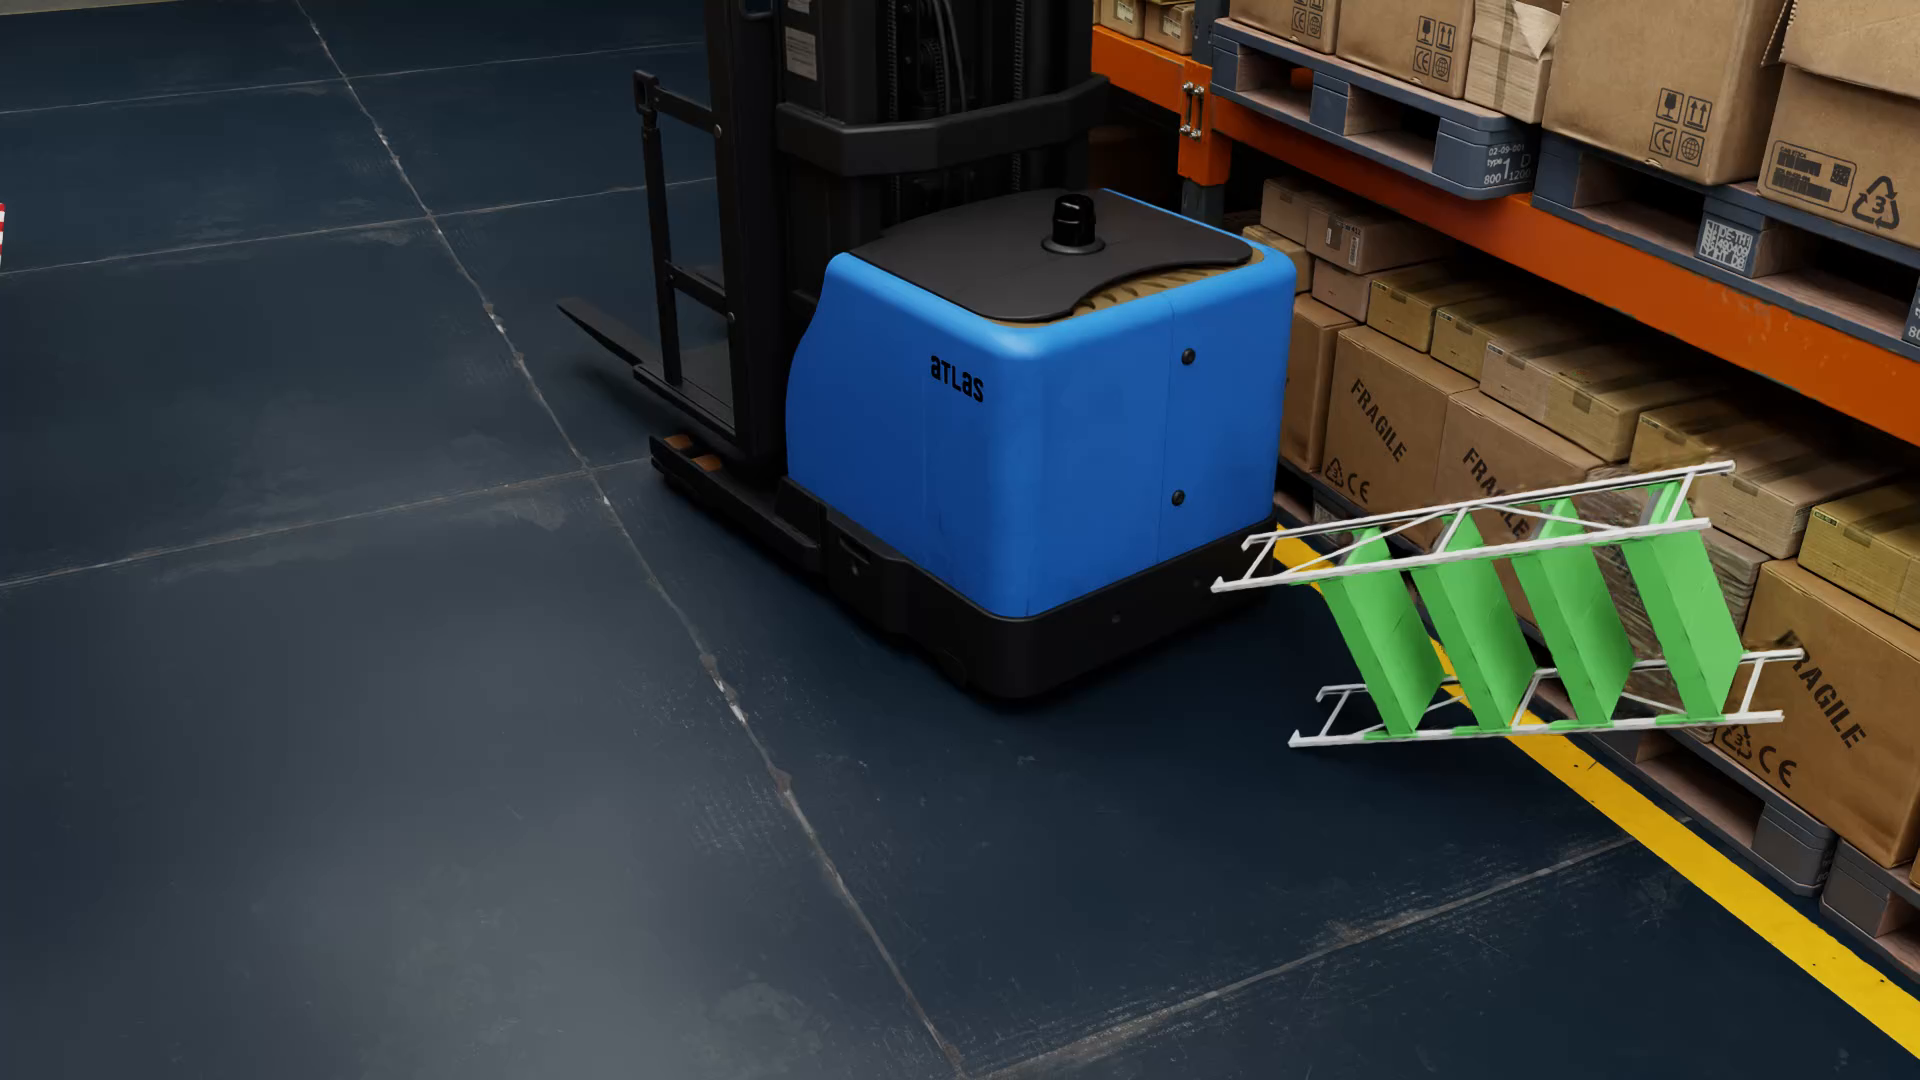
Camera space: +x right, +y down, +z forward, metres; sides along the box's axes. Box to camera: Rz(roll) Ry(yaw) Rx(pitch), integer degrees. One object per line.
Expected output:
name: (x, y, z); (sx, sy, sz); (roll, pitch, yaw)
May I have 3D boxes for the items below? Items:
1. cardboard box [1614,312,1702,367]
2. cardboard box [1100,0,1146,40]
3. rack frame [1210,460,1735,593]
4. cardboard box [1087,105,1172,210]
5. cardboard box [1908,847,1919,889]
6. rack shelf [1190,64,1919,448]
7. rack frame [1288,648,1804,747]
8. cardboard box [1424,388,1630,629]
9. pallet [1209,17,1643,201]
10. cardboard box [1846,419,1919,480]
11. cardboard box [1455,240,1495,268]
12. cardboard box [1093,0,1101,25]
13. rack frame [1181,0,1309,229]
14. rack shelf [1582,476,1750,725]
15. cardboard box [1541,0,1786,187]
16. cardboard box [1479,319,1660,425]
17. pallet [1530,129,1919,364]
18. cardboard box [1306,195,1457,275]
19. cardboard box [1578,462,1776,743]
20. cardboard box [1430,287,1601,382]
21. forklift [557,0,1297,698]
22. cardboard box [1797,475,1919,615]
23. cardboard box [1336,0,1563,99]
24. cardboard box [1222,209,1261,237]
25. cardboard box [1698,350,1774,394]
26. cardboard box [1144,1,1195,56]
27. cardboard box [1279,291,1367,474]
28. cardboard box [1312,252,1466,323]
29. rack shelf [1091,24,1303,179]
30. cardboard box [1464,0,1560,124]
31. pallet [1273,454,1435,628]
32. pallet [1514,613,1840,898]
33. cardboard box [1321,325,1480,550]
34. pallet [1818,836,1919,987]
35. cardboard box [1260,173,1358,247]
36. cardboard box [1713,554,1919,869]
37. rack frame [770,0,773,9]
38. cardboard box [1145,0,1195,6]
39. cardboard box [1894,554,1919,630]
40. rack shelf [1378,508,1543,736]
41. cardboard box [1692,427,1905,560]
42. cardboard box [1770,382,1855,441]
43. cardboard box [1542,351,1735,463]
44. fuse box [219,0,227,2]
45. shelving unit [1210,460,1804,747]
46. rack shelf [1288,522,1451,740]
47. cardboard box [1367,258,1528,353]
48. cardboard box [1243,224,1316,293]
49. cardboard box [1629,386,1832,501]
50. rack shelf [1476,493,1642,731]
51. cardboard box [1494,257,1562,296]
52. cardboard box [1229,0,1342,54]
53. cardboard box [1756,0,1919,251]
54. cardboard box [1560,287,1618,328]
cardboard box: (2.056, -0.560, 4.645); (0.380, 0.149, 0.250); (-12, 32, -21)
cardboard box: (0.708, -1.836, 5.714); (0.380, 0.149, 0.250); (-12, 32, -21)
rack frame: (1.117, -0.018, 3.789); (1.200, 0.015, 0.240); (-10, 27, 43)
cardboard box: (0.442, -1.473, 6.936); (0.700, 0.500, 0.500); (-14, 32, -24)
cardboard box: (2.341, 0.562, 3.308); (0.500, 0.500, 0.500); (-14, 32, -23)
rack shelf: (2.063, -0.550, 3.900); (1.077, 0.370, 4.000); (-13, 32, -22)
rack frame: (1.341, 0.385, 3.951); (1.200, 0.015, 0.240); (-10, 27, 43)
cardboard box: (1.657, -0.125, 4.532); (0.500, 0.500, 0.500); (-14, 32, -23)
pallet: (1.449, -1.288, 4.676); (1.003, 0.211, 1.213); (-13, 32, -22)
cardboard box: (2.376, -0.212, 4.024); (0.380, 0.149, 0.250); (-13, 32, -22)
cardboard box: (1.741, -0.906, 5.262); (0.380, 0.149, 0.250); (-13, 32, -22)
cardboard box: (0.575, -1.946, 5.910); (0.380, 0.149, 0.250); (-12, 32, -21)
rack frame: (1.205, -1.747, 5.299); (1.000, 3.000, 0.127); (-13, 32, -22)
rack shelf: (1.529, 0.130, 3.586); (0.148, 0.480, 0.258); (-10, 27, 43)
cardboard box: (1.769, -1.138, 3.681); (0.700, 0.500, 0.500); (-13, 32, -22)
cardboard box: (1.631, -0.455, 4.458); (0.380, 0.149, 0.250); (-13, 32, -22)
pallet: (2.083, -0.755, 3.725); (1.003, 0.211, 1.213); (-13, 32, -22)
cardboard box: (1.273, -0.934, 5.007); (0.380, 0.149, 0.250); (-15, 32, -24)
cardboard box: (1.874, 0.106, 4.121); (0.500, 0.500, 0.500); (-14, 32, -24)
cardboard box: (1.557, -0.573, 4.669); (0.380, 0.149, 0.250); (-14, 32, -23)
forklift: (-0.381, -1.523, 4.969); (1.130, 2.935, 3.031); (-21, 35, -32)
cardboard box: (2.083, 0.003, 3.641); (0.380, 0.149, 0.250); (-14, 32, -23)
cardboard box: (1.433, -1.485, 4.299); (0.700, 0.500, 0.500); (-13, 32, -21)
cardboard box: (1.134, -1.099, 6.463); (0.500, 0.311, 0.500); (-12, 31, -20)
cardboard box: (2.217, -0.458, 4.464); (0.380, 0.149, 0.250); (-13, 32, -21)
cardboard box: (0.840, -1.726, 5.517); (0.380, 0.149, 0.250); (-13, 32, -21)
cardboard box: (1.209, -0.579, 5.343); (0.500, 0.500, 0.500); (-12, 31, -20)
cardboard box: (1.307, -0.803, 5.078); (0.380, 0.149, 0.250); (-14, 32, -23)
rack shelf: (0.346, -2.317, 7.051); (1.077, 0.370, 4.000); (-13, 32, -22)
cardboard box: (1.454, -1.178, 3.991); (0.396, 0.266, 0.258); (-12, 31, -20)
pallet: (1.588, -0.180, 5.355); (1.003, 0.211, 1.213); (-13, 32, -22)
pallet: (2.116, 0.360, 4.392); (1.003, 0.211, 1.213); (-13, 32, -22)
cardboard box: (1.446, -0.346, 4.927); (0.500, 0.500, 0.500); (-14, 32, -23)
pallet: (2.635, 0.898, 3.432); (1.003, 0.211, 1.213); (-13, 32, -22)
cardboard box: (1.173, -1.051, 5.217); (0.380, 0.149, 0.250); (-14, 32, -23)
cardboard box: (2.114, 0.331, 3.719); (0.500, 0.500, 0.500); (-12, 31, -20)
rack frame: (-0.513, -3.514, 8.450); (1.000, 3.000, 0.127); (-13, 32, -22)
cardboard box: (0.766, -1.985, 5.573); (0.500, 0.250, 0.500); (-12, 32, -21)
cardboard box: (2.190, 0.113, 3.445); (0.380, 0.149, 0.250); (-12, 31, -21)
rack shelf: (1.183, 0.192, 3.914); (0.148, 0.480, 0.258); (-10, 27, 43)
cardboard box: (1.937, -0.113, 3.847); (0.380, 0.149, 0.250); (-15, 32, -24)
cardboard box: (2.298, -0.340, 4.253); (0.380, 0.149, 0.250); (-14, 32, -24)
cardboard box: (1.735, -0.345, 4.262); (0.380, 0.149, 0.250); (-12, 31, -20)
fuse box: (-5.476, -4.771, 12.009); (0.539, 1.711, 0.414); (-13, 32, -22)
shelving unit: (1.229, 0.183, 3.870); (1.200, 0.503, 0.258); (-10, 27, 43)
rack shelf: (1.010, 0.223, 4.077); (0.148, 0.480, 0.258); (-10, 27, 43)
cardboard box: (1.428, -0.692, 4.880); (0.380, 0.149, 0.250); (-15, 33, -25)
cardboard box: (1.118, -0.909, 5.267); (0.380, 0.149, 0.250); (-12, 31, -20)
cardboard box: (1.878, -0.232, 4.060); (0.380, 0.149, 0.250); (-13, 32, -22)
rack shelf: (1.356, 0.161, 3.750); (0.148, 0.480, 0.258); (-10, 27, 43)
cardboard box: (1.853, -0.800, 5.074); (0.380, 0.149, 0.250); (-13, 32, -21)
cardboard box: (1.210, -1.713, 4.707); (0.700, 0.500, 0.500); (-12, 32, -21)
cardboard box: (2.054, -0.891, 3.237); (0.797, 0.503, 0.637); (-14, 32, -23)
cardboard box: (1.987, -0.693, 4.882); (0.380, 0.149, 0.250); (-15, 32, -24)
